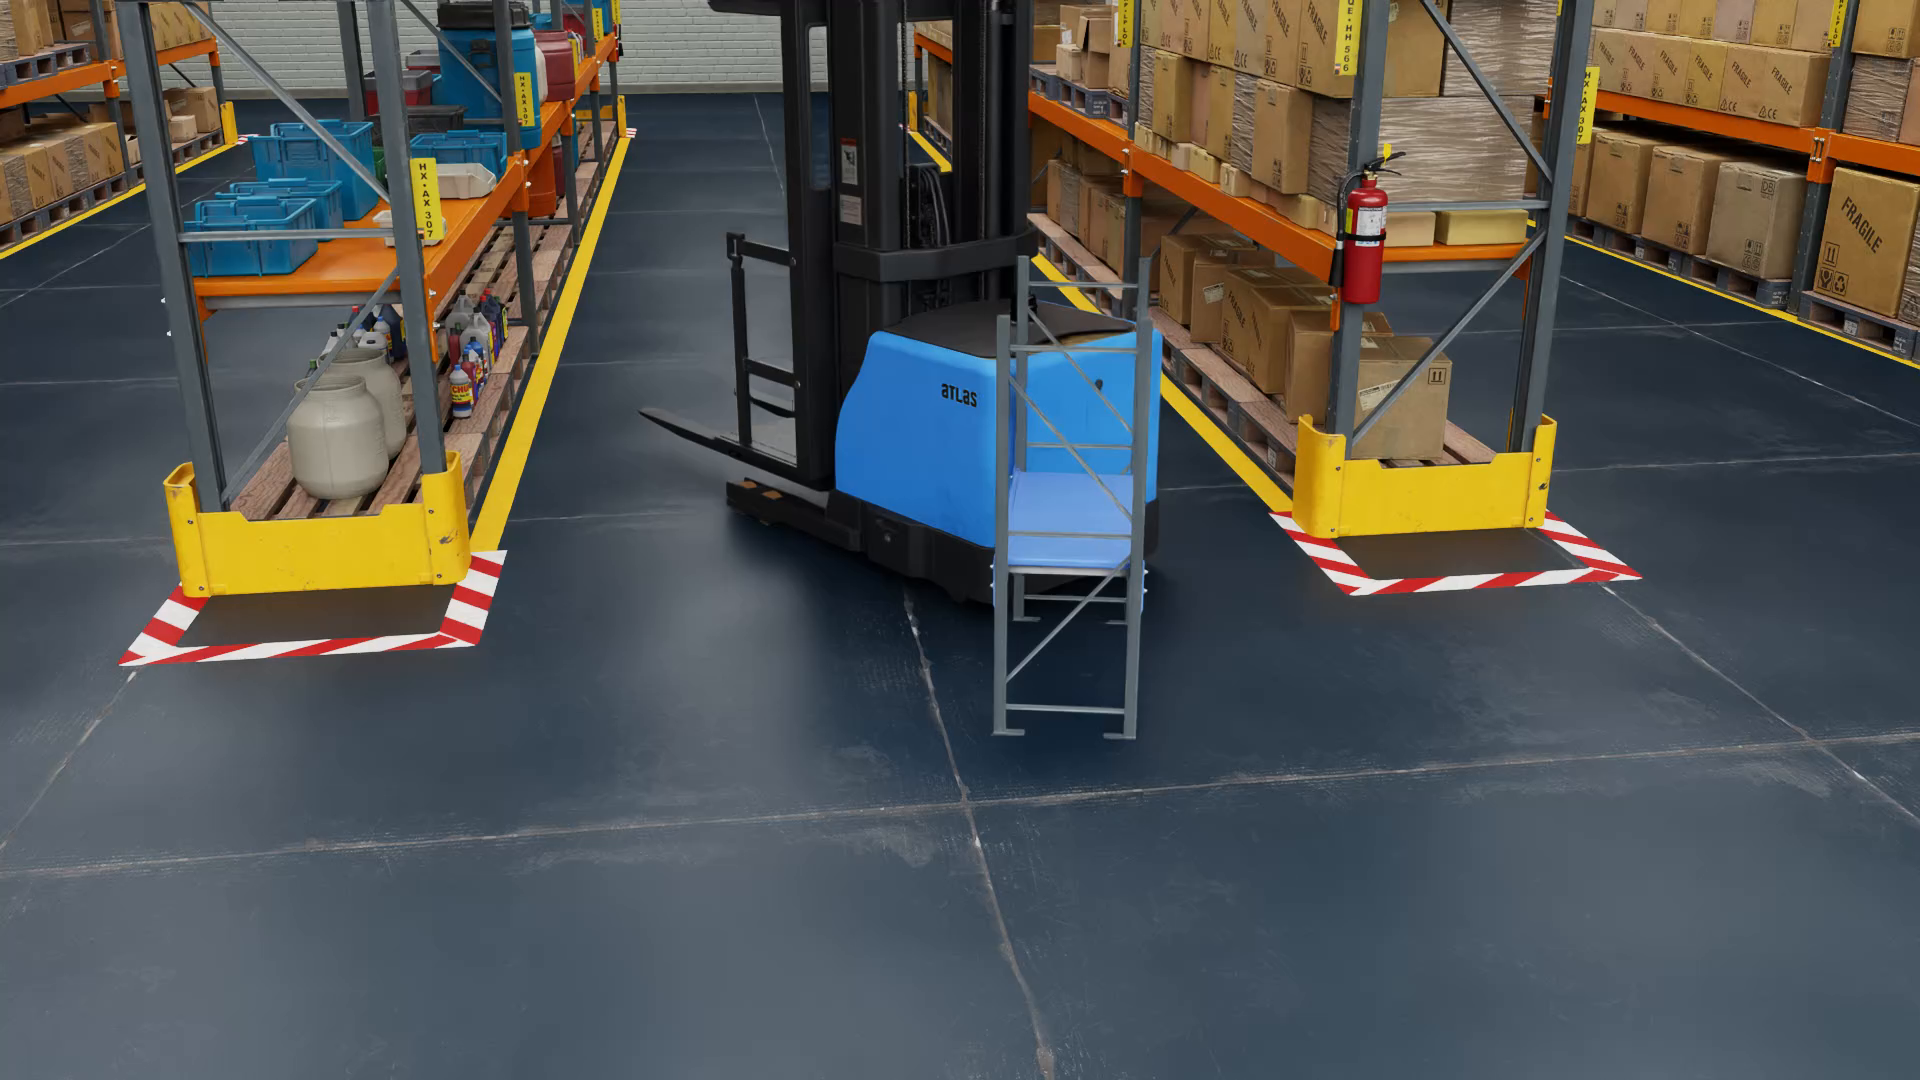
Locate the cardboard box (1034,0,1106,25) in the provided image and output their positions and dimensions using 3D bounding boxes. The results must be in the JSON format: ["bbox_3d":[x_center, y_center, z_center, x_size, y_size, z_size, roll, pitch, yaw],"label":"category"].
[{"bbox_3d":[0.958,-5.013,15.275,0.797,0.503,0.637,-2,21,-6],"label":"cardboard box"}]

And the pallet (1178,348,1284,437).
[{"bbox_3d":[1.935,-0.897,9.817,1.003,0.211,1.213,-3,21,-8],"label":"pallet"}]

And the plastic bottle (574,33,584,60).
[{"bbox_3d":[-4.054,-5.199,17.527,0.152,0.276,0.135,-3,21,-8],"label":"plastic bottle"}]

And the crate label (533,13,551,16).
[{"bbox_3d":[-5.297,-6.610,21.281,0.416,0.233,0.303,-3,21,-8],"label":"crate label"}]

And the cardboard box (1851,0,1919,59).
[{"bbox_3d":[6.566,-3.519,11.094,0.875,0.550,0.550,-3,21,-8],"label":"cardboard box"}]

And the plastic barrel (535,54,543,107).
[{"bbox_3d":[-3.434,-3.554,12.784,0.421,0.512,0.421,0,20,0],"label":"plastic barrel"}]

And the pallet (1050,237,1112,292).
[{"bbox_3d":[1.331,-2.244,13.423,1.003,0.211,1.213,-3,21,-8],"label":"pallet"}]

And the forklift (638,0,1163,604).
[{"bbox_3d":[-0.476,-1.545,7.663,1.130,2.935,3.031,-17,27,-39],"label":"forklift"}]

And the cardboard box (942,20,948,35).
[{"bbox_3d":[0.070,-6.015,19.324,0.500,0.250,0.500,-2,21,-6],"label":"cardboard box"}]

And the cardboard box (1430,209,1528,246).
[{"bbox_3d":[2.395,-1.466,7.712,0.380,0.149,0.250,-3,21,-8],"label":"cardboard box"}]

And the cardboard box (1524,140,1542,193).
[{"bbox_3d":[5.616,-3.698,16.303,0.500,0.500,0.500,-3,21,-8],"label":"cardboard box"}]

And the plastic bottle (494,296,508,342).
[{"bbox_3d":[-2.882,-1.391,10.408,0.061,0.283,0.133,-2,21,-5],"label":"plastic bottle"}]

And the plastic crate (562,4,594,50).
[{"bbox_3d":[-4.311,-5.758,18.667,0.402,0.464,0.583,-3,21,-8],"label":"plastic crate"}]

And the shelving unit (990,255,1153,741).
[{"bbox_3d":[0.419,-0.190,6.081,0.538,1.500,1.048,2,21,5],"label":"shelving unit"}]

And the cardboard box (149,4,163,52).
[{"bbox_3d":[-9.283,-5.717,18.592,0.500,0.500,0.500,-3,21,-8],"label":"cardboard box"}]

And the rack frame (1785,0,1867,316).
[{"bbox_3d":[6.547,-3.073,11.656,1.000,3.000,0.127,-3,21,-8],"label":"rack frame"}]

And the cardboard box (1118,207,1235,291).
[{"bbox_3d":[1.557,-2.106,12.013,0.700,0.500,0.500,-5,21,-12],"label":"cardboard box"}]

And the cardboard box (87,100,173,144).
[{"bbox_3d":[-9.609,-4.816,19.263,0.797,0.503,0.637,-3,21,-8],"label":"cardboard box"}]

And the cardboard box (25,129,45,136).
[{"bbox_3d":[-9.416,-3.800,16.548,0.500,0.500,0.500,-3,21,-7],"label":"cardboard box"}]

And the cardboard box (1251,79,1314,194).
[{"bbox_3d":[1.958,-2.018,8.263,0.875,0.500,0.500,-3,21,-8],"label":"cardboard box"}]

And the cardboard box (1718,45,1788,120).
[{"bbox_3d":[6.134,-3.462,12.555,0.500,0.500,0.500,-3,21,-8],"label":"cardboard box"}]

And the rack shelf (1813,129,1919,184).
[{"bbox_3d":[6.835,-2.043,9.928,1.077,0.370,4.000,-3,21,-8],"label":"rack shelf"}]

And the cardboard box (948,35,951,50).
[{"bbox_3d":[0.065,-5.688,19.018,0.380,0.149,0.250,-3,21,-7],"label":"cardboard box"}]

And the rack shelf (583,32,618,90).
[{"bbox_3d":[-4.719,-5.733,19.807,1.077,0.370,4.000,-3,21,-8],"label":"rack shelf"}]

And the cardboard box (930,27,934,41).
[{"bbox_3d":[-0.158,-6.223,20.449,0.380,0.149,0.250,-3,21,-9],"label":"cardboard box"}]

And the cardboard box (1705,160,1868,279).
[{"bbox_3d":[6.368,-2.426,12.540,1.050,0.750,0.750,-3,21,-8],"label":"cardboard box"}]

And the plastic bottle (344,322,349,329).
[{"bbox_3d":[-3.562,-1.116,9.672,0.061,0.283,0.133,-2,21,-5],"label":"plastic bottle"}]

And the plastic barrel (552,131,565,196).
[{"bbox_3d":[-4.104,-3.619,15.966,0.600,0.588,0.708,-3,21,-8],"label":"plastic barrel"}]

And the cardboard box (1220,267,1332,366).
[{"bbox_3d":[1.899,-1.334,9.973,0.500,0.500,0.500,-5,21,-13],"label":"cardboard box"}]

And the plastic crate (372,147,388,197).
[{"bbox_3d":[-3.361,-2.024,9.152,0.450,0.188,0.662,-3,21,-8],"label":"plastic crate"}]

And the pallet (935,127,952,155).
[{"bbox_3d":[0.259,-5.012,20.833,1.003,0.211,1.213,-3,21,-8],"label":"pallet"}]

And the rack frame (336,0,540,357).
[{"bbox_3d":[-3.277,-2.608,10.411,1.000,3.000,0.127,-3,21,-8],"label":"rack frame"}]

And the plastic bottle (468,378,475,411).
[{"bbox_3d":[-2.669,-0.797,8.935,0.097,0.201,0.097,0,20,0],"label":"plastic bottle"}]

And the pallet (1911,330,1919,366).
[{"bbox_3d":[6.758,-1.076,10.295,1.003,0.211,1.213,-3,21,-8],"label":"pallet"}]

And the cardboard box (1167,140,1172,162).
[{"bbox_3d":[1.489,-2.392,10.192,0.380,0.149,0.250,-3,21,-8],"label":"cardboard box"}]

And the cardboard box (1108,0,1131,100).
[{"bbox_3d":[1.648,-3.618,11.657,1.000,1.000,1.000,-3,21,-7],"label":"cardboard box"}]

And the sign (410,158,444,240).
[{"bbox_3d":[-2.156,-1.379,6.725,0.100,0.325,0.005,-3,21,-8],"label":"sign"}]

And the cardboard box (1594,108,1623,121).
[{"bbox_3d":[6.110,-4.086,16.269,0.500,0.250,0.500,-4,21,-10],"label":"cardboard box"}]

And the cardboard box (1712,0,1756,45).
[{"bbox_3d":[6.321,-4.113,12.868,0.700,0.500,0.500,-3,21,-7],"label":"cardboard box"}]

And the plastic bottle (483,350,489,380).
[{"bbox_3d":[-2.761,-1.020,9.532,0.097,0.201,0.097,0,20,0],"label":"plastic bottle"}]

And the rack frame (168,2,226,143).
[{"bbox_3d":[-9.909,-6.514,20.870,1.000,3.000,0.127,-3,21,-8],"label":"rack frame"}]

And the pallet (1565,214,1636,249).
[{"bbox_3d":[6.009,-2.875,15.111,1.003,0.211,1.213,-3,21,-8],"label":"pallet"}]

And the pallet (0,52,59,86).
[{"bbox_3d":[-9.041,-4.327,15.290,1.003,0.211,1.213,-3,21,-8],"label":"pallet"}]

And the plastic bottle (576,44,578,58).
[{"bbox_3d":[-3.928,-4.898,16.721,0.152,0.276,0.135,-3,21,-8],"label":"plastic bottle"}]

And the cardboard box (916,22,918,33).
[{"bbox_3d":[-0.381,-6.755,21.874,0.380,0.149,0.250,-3,21,-7],"label":"cardboard box"}]

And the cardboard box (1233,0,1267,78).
[{"bbox_3d":[1.729,-2.651,8.531,0.500,0.500,0.500,-3,21,-8],"label":"cardboard box"}]

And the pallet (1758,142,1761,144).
[{"bbox_3d":[10.245,-5.088,21.038,1.003,0.211,1.213,-3,21,-8],"label":"pallet"}]

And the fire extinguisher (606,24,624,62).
[{"bbox_3d":[-4.579,-6.627,21.815,0.296,0.674,0.183,-3,21,-8],"label":"fire extinguisher"}]

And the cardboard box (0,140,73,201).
[{"bbox_3d":[-8.768,-3.487,15.708,0.500,0.500,0.500,-4,21,-10],"label":"cardboard box"}]

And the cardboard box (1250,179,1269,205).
[{"bbox_3d":[1.759,-1.875,8.809,0.380,0.149,0.250,-3,21,-8],"label":"cardboard box"}]
